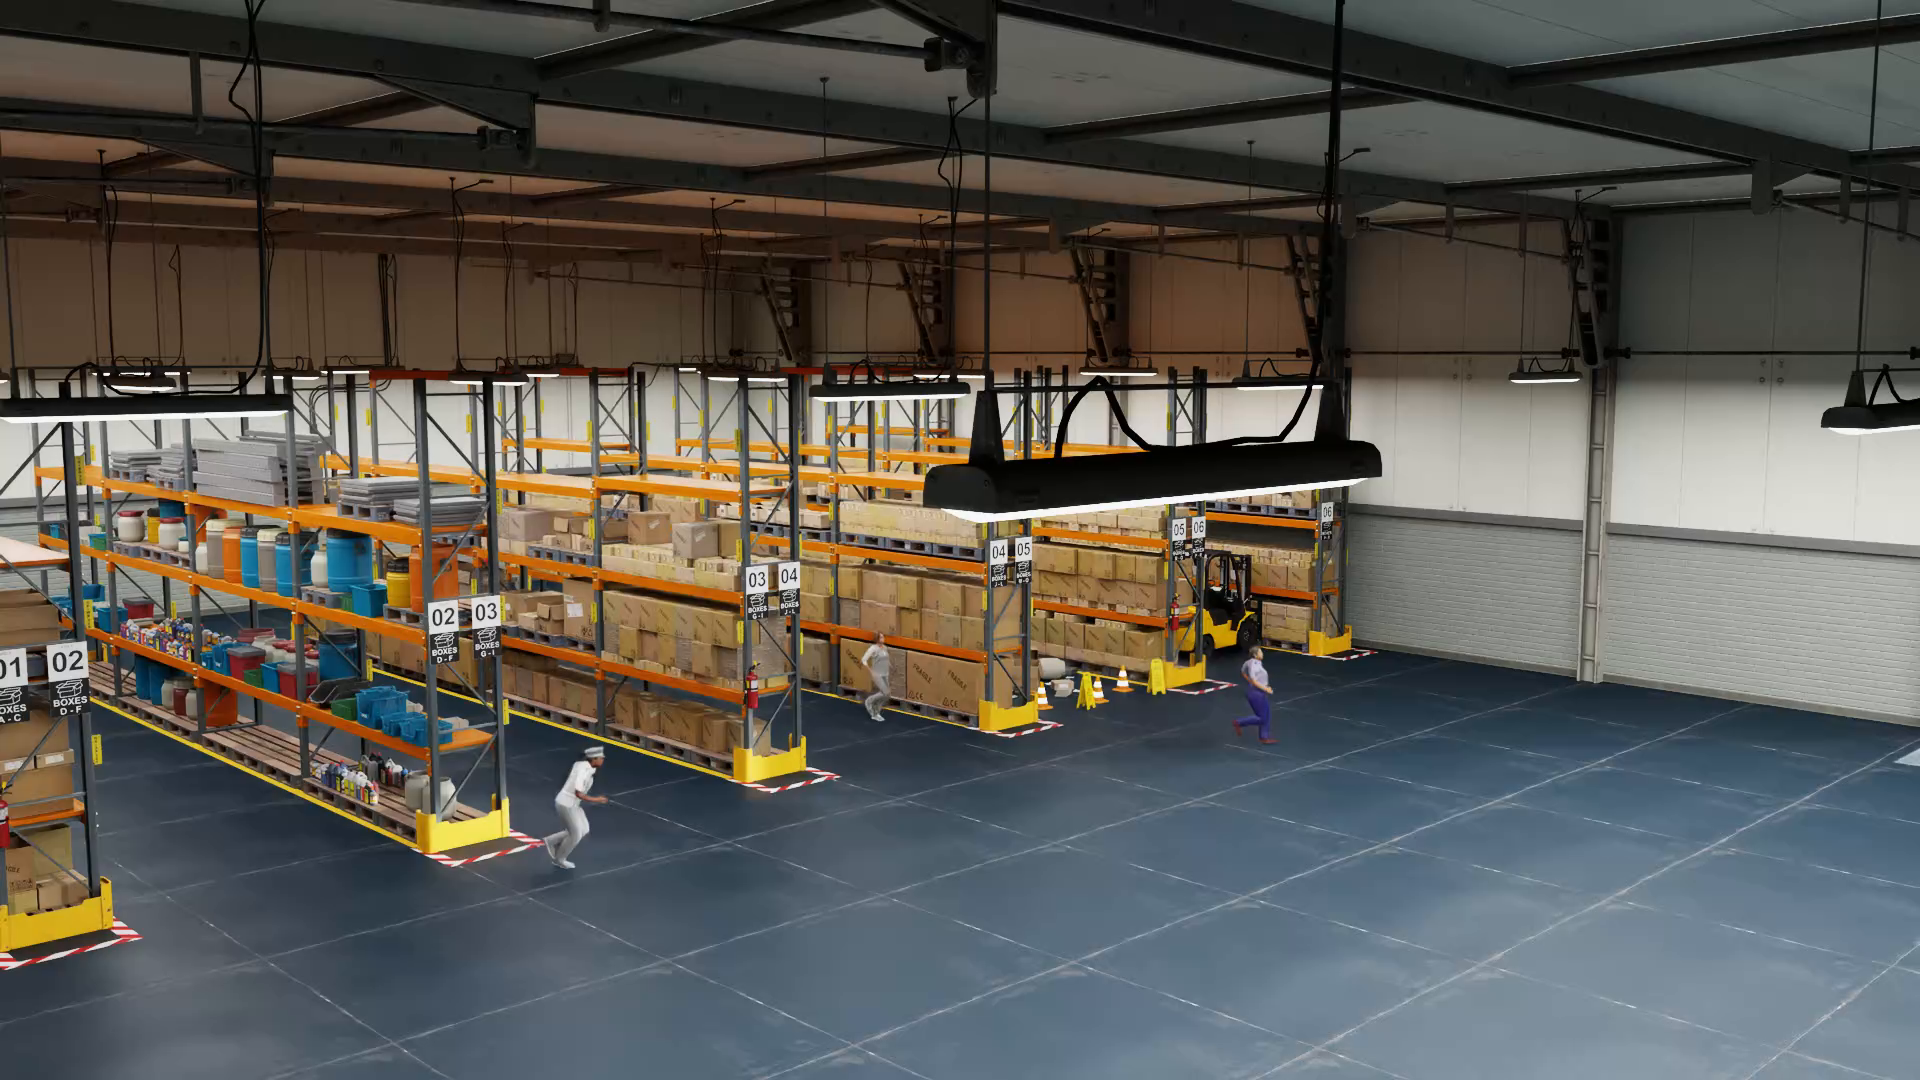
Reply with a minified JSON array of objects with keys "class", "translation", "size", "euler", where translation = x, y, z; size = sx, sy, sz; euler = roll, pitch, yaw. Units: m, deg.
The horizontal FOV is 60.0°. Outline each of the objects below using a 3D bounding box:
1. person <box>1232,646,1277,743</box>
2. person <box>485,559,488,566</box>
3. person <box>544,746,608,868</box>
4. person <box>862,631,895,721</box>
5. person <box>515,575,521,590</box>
[{"class":"person","translation":[4.774,2.509,26.923],"size":[0.764,1.604,0.622],"euler":[0,6,0]},{"class":"person","translation":[-10.556,1.260,37.286],"size":[0.691,1.735,0.532],"euler":[-5,8,-38]},{"class":"person","translation":[-4.724,3.292,20.532],"size":[0.775,1.508,0.591],"euler":[-1,6,-6]},{"class":"person","translation":[-1.365,2.341,28.559],"size":[0.537,1.558,0.530],"euler":[5,8,36]},{"class":"person","translation":[-10.835,0.854,41.027],"size":[0.801,1.748,0.775],"euler":[0,6,-3]}]
